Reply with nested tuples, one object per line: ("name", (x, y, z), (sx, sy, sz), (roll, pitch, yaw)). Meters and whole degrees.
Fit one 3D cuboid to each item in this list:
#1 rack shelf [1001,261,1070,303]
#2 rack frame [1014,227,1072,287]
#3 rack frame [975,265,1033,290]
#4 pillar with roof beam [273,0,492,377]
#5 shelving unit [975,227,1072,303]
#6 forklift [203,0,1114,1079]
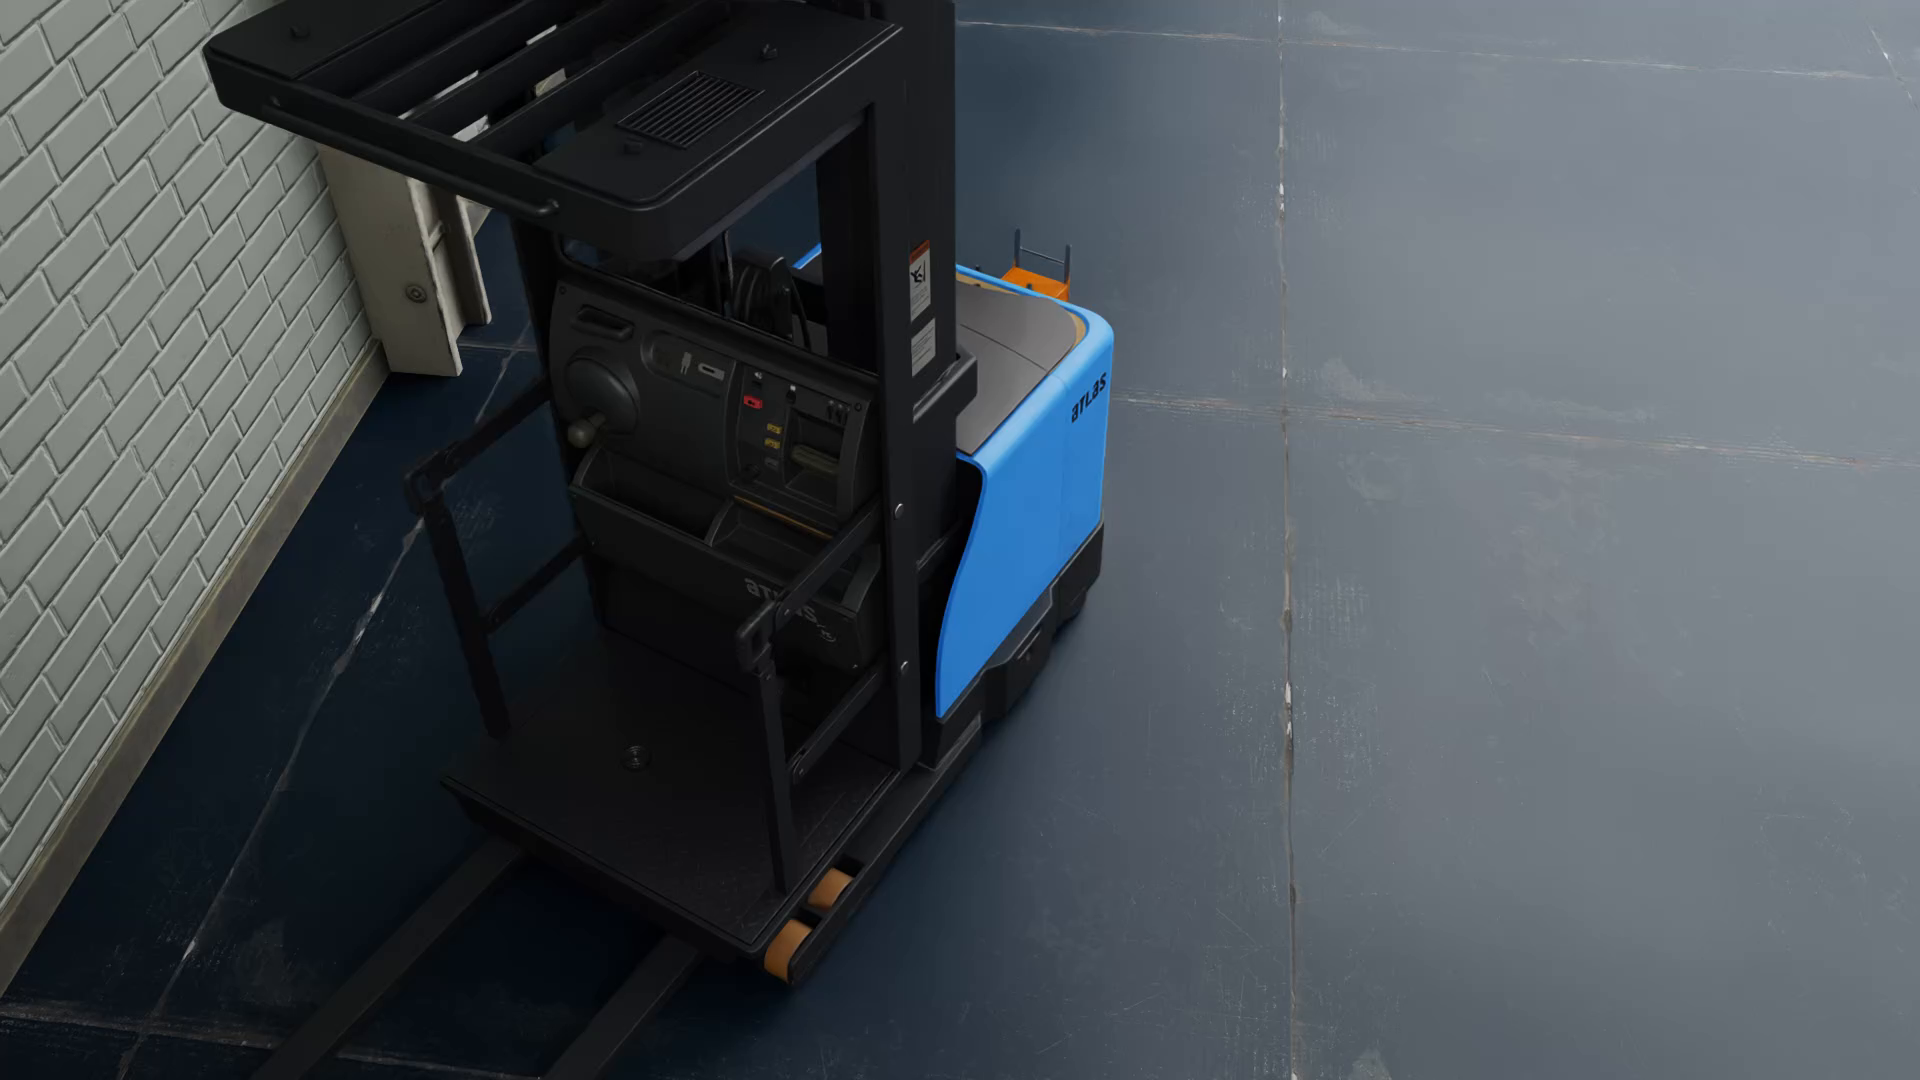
("rack shelf", (0.198, -0.698, 5.327), (0.215, 0.259, 0.240), (23, 48, 22))
("rack frame", (0.262, -0.571, 5.590), (0.200, 1.050, 0.008), (23, 48, 22))
("rack frame", (0.135, -0.428, 5.439), (0.200, 1.050, 0.008), (23, 48, 22))
("pillar with roof beam", (2.204, -3.655, 3.066), (9.100, 9.000, 0.400), (5, 44, 6))
("shelving unit", (0.198, -0.500, 5.514), (0.215, 1.050, 0.252), (23, 48, 22))
("forklift", (-0.729, -0.245, 3.877), (1.130, 2.935, 3.031), (23, 48, 22))
